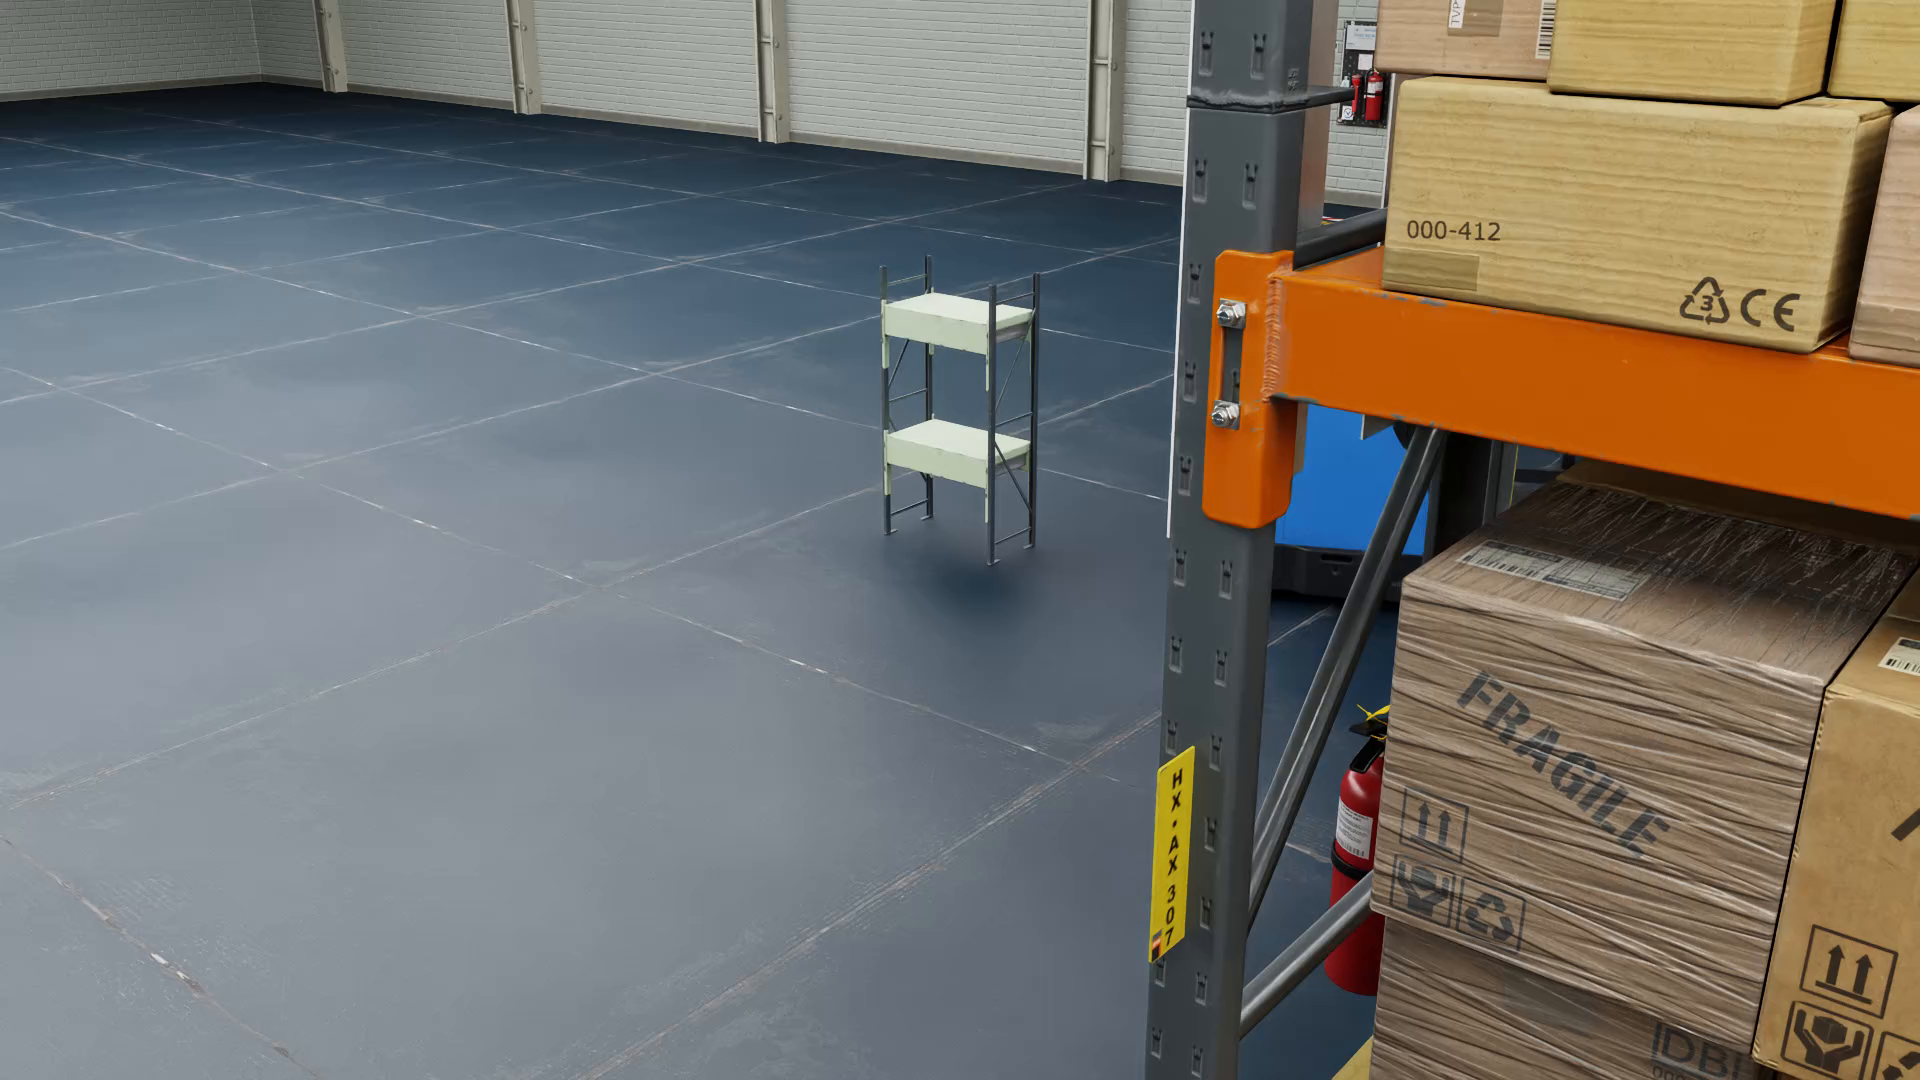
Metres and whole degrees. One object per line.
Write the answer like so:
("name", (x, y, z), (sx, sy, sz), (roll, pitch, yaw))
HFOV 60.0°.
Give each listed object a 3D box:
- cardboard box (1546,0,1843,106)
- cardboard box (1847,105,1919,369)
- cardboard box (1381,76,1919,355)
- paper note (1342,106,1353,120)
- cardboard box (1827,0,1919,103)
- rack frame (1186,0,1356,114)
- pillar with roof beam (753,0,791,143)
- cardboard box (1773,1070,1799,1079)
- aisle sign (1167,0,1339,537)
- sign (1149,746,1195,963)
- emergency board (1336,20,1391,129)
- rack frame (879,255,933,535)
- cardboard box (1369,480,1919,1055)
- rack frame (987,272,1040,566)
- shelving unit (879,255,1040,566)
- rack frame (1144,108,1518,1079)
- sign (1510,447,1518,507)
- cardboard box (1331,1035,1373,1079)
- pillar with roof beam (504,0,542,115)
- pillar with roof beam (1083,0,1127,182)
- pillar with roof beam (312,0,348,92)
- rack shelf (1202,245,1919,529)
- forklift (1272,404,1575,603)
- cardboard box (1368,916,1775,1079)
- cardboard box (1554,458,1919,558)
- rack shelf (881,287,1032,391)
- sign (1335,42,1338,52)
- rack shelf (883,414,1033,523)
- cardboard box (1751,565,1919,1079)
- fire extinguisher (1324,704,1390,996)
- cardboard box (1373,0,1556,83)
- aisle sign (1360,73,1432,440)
("cardboard box", (0.864, -0.589, 1.875), (0.250, 0.149, 0.380), (17, 26, 37))
("cardboard box", (1.271, -0.320, 1.726), (0.500, 0.250, 0.500), (15, 26, 35))
("cardboard box", (0.867, -0.433, 2.027), (0.500, 0.250, 0.500), (17, 27, 38))
("paper note", (4.510, -4.967, 19.336), (0.142, 0.148, 0.016), (16, 26, 36))
("cardboard box", (1.138, -0.566, 1.815), (0.250, 0.149, 0.380), (16, 26, 35))
("rack frame", (0.657, -2.085, 1.943), (0.127, 3.000, 1.000), (16, 26, 36))
("pillar with roof beam", (-5.525, -9.066, 20.457), (0.400, 9.000, 9.100), (16, 26, 36))
("cardboard box", (1.529, 0.745, 2.378), (0.500, 0.500, 0.875), (16, 26, 36))
("aisle sign", (0.420, -0.426, 2.362), (0.004, 0.787, 0.394), (16, 26, 36))
("sign", (0.314, 0.466, 2.456), (0.005, 0.325, 0.100), (16, 26, 36))
("emergency board", (4.604, -5.321, 19.026), (0.643, 1.169, 0.194), (16, 26, 36))
("rack frame", (-0.289, -0.785, 9.124), (0.023, 1.500, 0.400), (16, 26, 36))
("cardboard box", (0.911, 0.266, 2.232), (0.500, 0.500, 0.500), (16, 26, 36))
("rack frame", (0.278, -0.622, 8.691), (0.023, 1.500, 0.400), (16, 26, 36))
("shelving unit", (-0.005, -0.703, 8.907), (0.755, 1.500, 0.431), (16, 26, 36))
("rack frame", (0.657, 0.722, 3.002), (0.127, 3.000, 1.000), (16, 26, 36))
("sign", (1.024, -0.115, 3.132), (0.005, 0.325, 0.100), (16, 26, 36))
("cardboard box", (0.727, 0.969, 2.705), (0.250, 0.149, 0.380), (16, 26, 36))
("pillar with roof beam", (-10.173, -10.405, 24.007), (0.400, 9.000, 9.100), (16, 26, 36))
("pillar with roof beam", (-0.876, -7.728, 16.907), (0.400, 9.000, 9.100), (16, 26, 36))
("pillar with roof beam", (-14.821, -11.744, 27.556), (0.400, 9.000, 9.100), (16, 26, 36))
("rack shelf", (2.207, 0.102, 1.416), (4.000, 0.370, 1.077), (16, 26, 36))
("forklift", (2.831, -1.140, 8.037), (3.031, 2.935, 1.130), (5, 21, 13))
("cardboard box", (1.066, 0.666, 2.586), (0.500, 0.500, 0.875), (16, 26, 36))
("cardboard box", (1.240, 0.124, 2.609), (0.500, 0.500, 0.500), (16, 26, 36))
("rack shelf", (-0.005, -1.068, 8.770), (0.720, 0.370, 0.431), (16, 26, 36))
("sign", (4.238, -5.733, 19.319), (0.331, 0.109, 0.001), (16, 26, 36))
("rack shelf", (-0.005, -0.398, 9.023), (0.720, 0.370, 0.431), (16, 26, 36))
("cardboard box", (1.294, 0.379, 1.931), (0.500, 0.500, 0.500), (16, 26, 36))
("fire extinguisher", (0.860, 0.607, 3.417), (0.183, 0.674, 0.296), (16, 26, 36))
("cardboard box", (0.724, -0.673, 2.098), (0.250, 0.149, 0.380), (16, 26, 36))
("aisle sign", (0.799, -0.590, 2.797), (0.004, 0.787, 0.394), (16, 26, 36))
